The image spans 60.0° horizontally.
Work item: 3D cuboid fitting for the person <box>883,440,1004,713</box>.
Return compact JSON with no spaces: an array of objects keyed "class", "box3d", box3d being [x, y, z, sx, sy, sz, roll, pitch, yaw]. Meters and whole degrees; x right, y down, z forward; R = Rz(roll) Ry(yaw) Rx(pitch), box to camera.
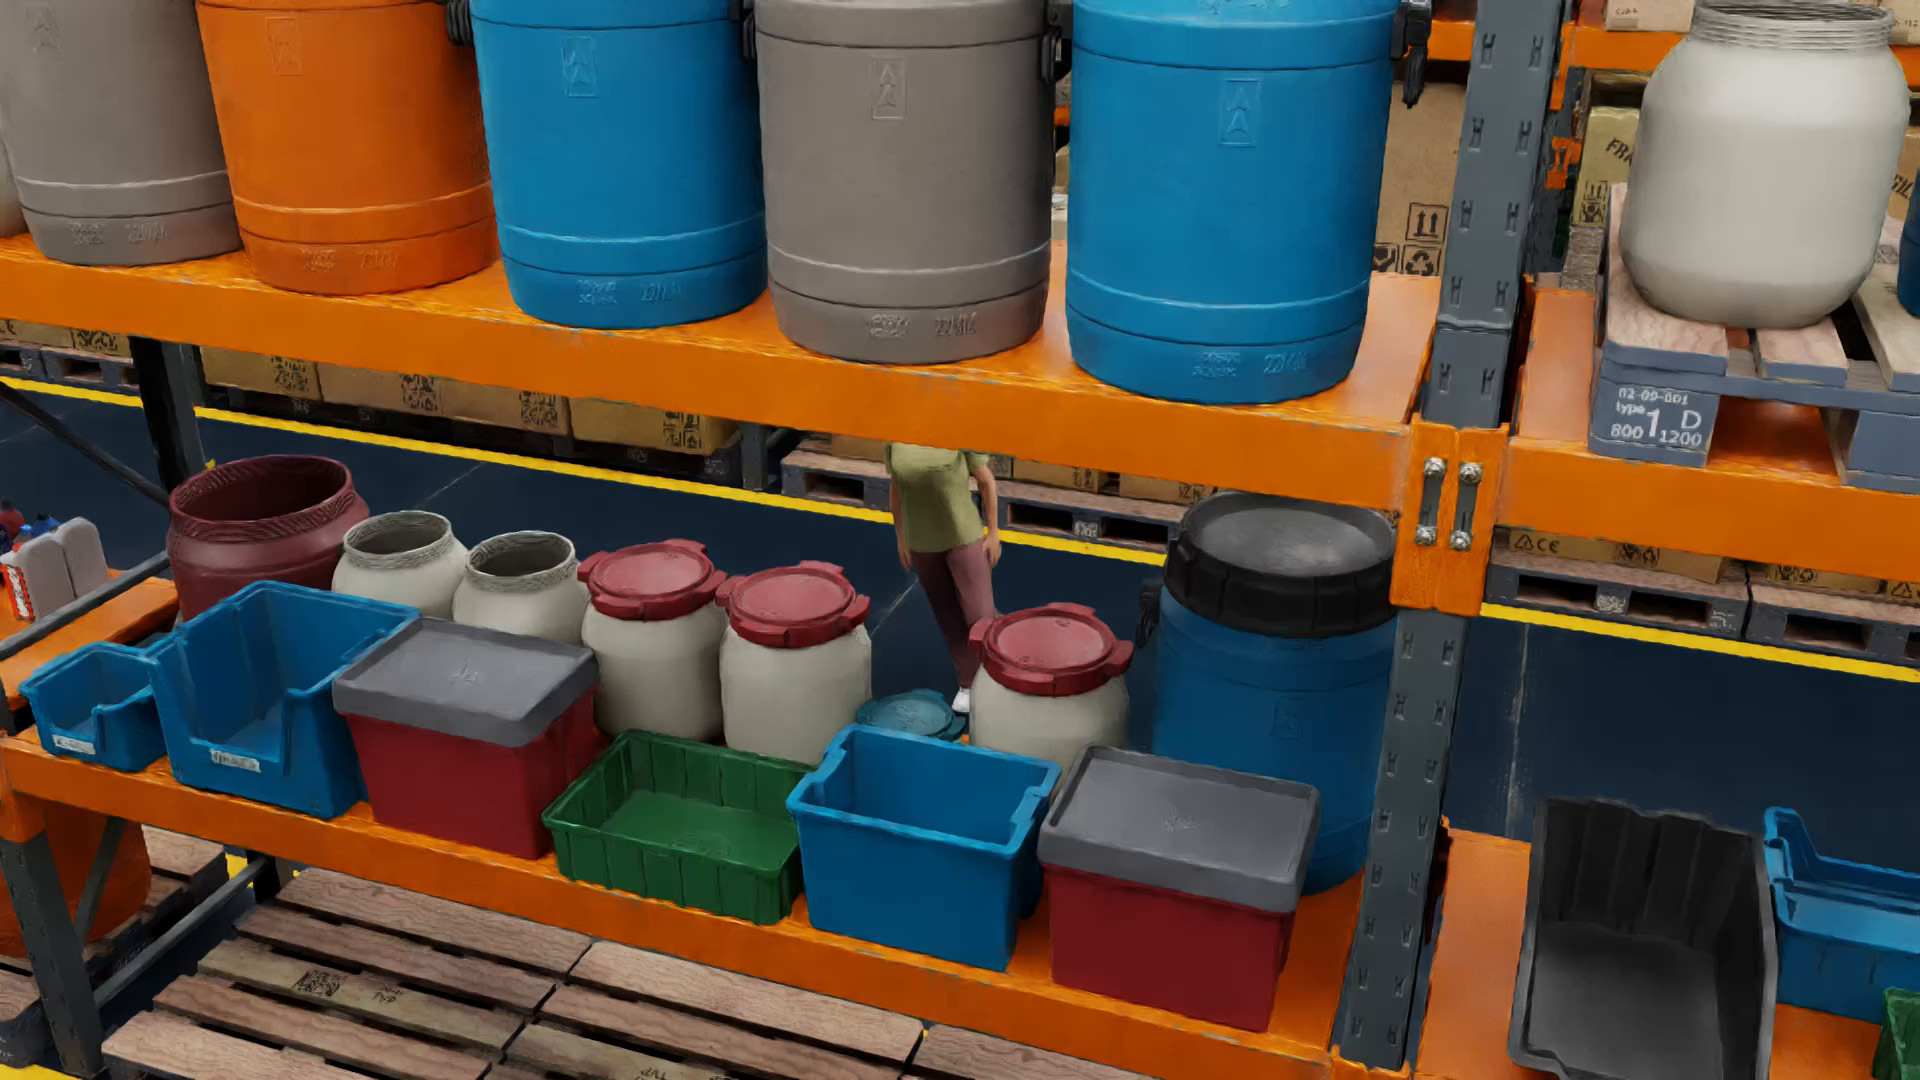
[{"class":"person","box3d":[-0.031,-0.030,7.196,0.559,1.640,0.513,9,27,17]}]
